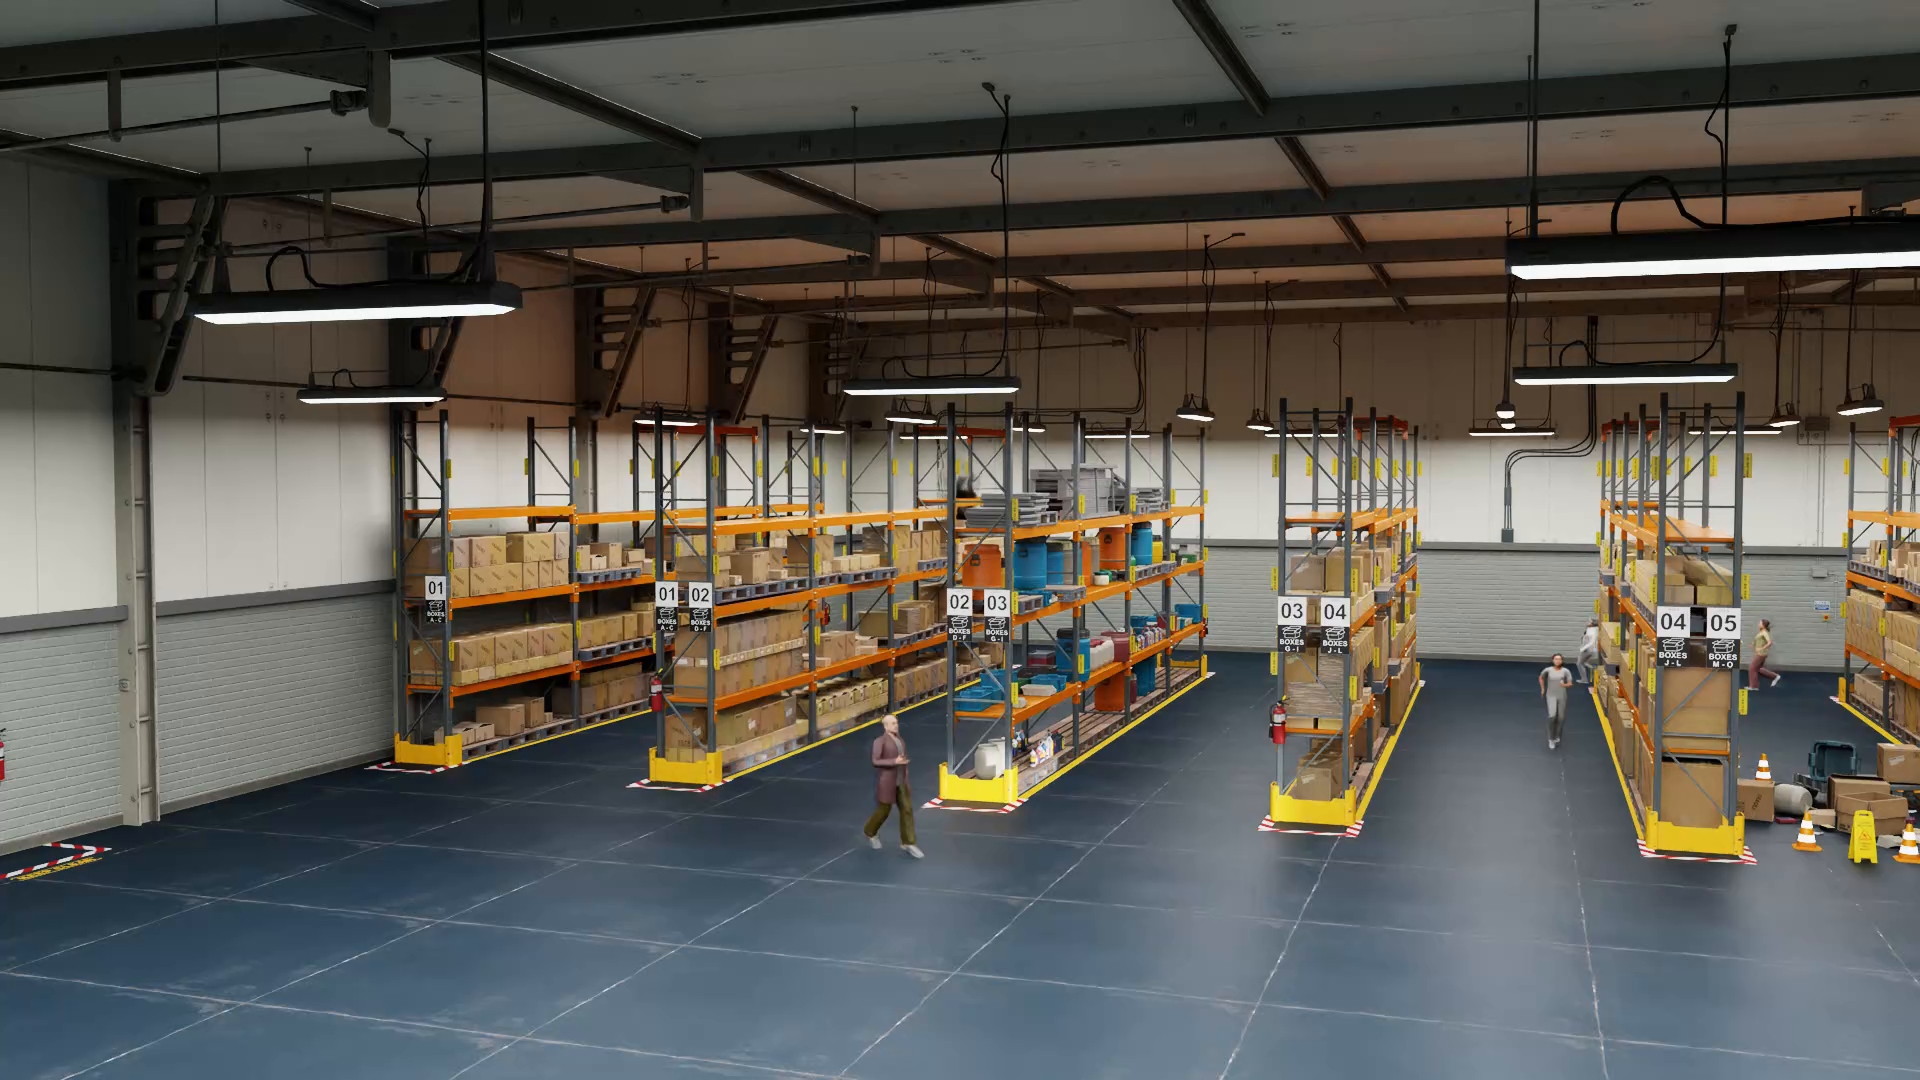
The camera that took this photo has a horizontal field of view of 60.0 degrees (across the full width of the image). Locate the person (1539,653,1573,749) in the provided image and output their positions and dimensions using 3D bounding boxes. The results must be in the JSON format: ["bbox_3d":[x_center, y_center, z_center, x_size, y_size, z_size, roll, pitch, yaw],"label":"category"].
[{"bbox_3d":[10.721,2.887,29.904,0.531,1.716,0.738,1,2,12],"label":"person"}]

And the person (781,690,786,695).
[{"bbox_3d":[-3.646,2.762,33.247,0.598,1.621,0.521,1,3,13],"label":"person"}]

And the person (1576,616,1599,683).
[{"bbox_3d":[14.507,2.542,38.453,0.551,1.599,0.667,1,3,31],"label":"person"}]

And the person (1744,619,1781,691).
[{"bbox_3d":[18.051,2.585,37.365,0.749,1.627,0.588,1,3,20],"label":"person"}]

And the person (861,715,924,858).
[{"bbox_3d":[-0.896,3.164,21.530,0.985,1.808,0.701,2,3,42],"label":"person"}]
